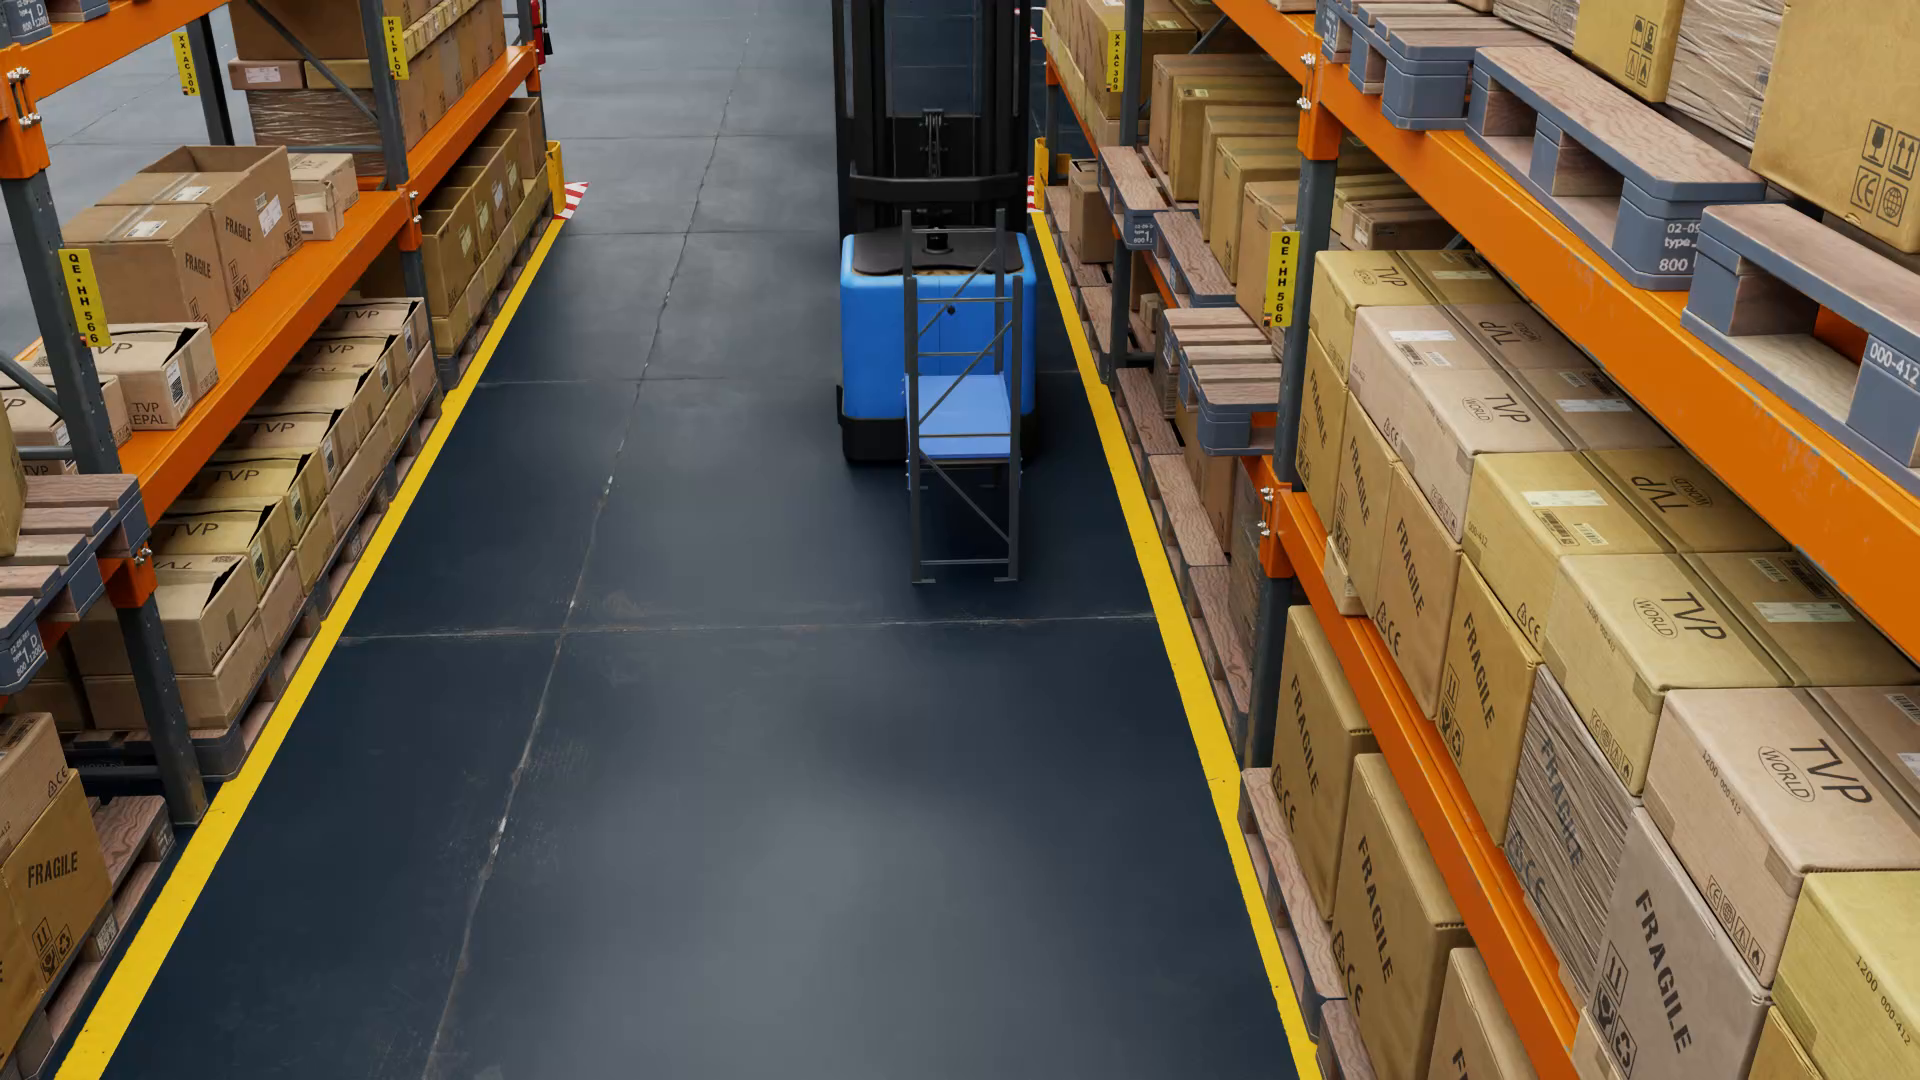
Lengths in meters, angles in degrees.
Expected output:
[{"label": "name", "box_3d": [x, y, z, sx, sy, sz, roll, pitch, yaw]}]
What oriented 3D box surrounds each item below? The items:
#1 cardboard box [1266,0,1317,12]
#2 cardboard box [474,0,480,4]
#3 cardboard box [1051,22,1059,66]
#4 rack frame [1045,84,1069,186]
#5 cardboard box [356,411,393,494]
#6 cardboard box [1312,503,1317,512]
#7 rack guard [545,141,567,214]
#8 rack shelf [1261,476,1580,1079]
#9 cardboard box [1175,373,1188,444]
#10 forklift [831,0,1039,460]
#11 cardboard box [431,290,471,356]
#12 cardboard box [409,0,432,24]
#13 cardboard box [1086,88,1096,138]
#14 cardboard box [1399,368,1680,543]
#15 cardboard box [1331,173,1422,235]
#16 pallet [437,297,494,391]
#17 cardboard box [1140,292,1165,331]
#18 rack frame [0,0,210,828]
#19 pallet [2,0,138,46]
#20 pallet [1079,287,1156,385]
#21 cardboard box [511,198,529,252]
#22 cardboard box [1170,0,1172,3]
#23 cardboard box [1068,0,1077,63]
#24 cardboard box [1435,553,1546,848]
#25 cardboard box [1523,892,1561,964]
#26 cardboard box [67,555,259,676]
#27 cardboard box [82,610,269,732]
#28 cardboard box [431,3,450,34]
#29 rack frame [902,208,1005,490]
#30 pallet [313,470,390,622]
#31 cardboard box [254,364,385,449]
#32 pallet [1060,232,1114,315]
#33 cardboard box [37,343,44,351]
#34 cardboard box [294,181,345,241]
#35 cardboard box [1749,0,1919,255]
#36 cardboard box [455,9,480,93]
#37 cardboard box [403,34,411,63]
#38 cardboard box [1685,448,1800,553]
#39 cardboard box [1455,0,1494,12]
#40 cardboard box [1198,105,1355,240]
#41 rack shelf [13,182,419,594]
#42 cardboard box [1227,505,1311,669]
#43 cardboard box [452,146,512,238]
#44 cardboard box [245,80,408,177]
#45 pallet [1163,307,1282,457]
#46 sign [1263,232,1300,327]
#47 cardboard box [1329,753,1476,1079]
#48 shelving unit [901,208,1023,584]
[{"label": "cardboard box", "box_3d": [1.297, -2.023, 5.715, 0.500, 0.311, 0.500, -1, 28, -3]}, {"label": "cardboard box", "box_3d": [-3.510, -3.775, 11.435, 0.380, 0.149, 0.250, -1, 28, -2]}, {"label": "cardboard box", "box_3d": [0.937, -3.562, 11.976, 0.500, 0.250, 0.500, -2, 28, -4]}, {"label": "rack frame", "box_3d": [1.187, -4.092, 12.852, 1.000, 3.000, 0.127, -1, 28, -3]}, {"label": "cardboard box", "box_3d": [-3.188, -0.436, 8.361, 0.500, 0.250, 0.500, -1, 28, -2]}, {"label": "cardboard box", "box_3d": [1.390, -0.137, 5.519, 0.380, 0.149, 0.250, -2, 28, -3]}, {"label": "rack guard", "box_3d": [-3.761, -2.873, 13.218, 1.175, 0.500, 0.348, -1, 28, -3]}, {"label": "rack shelf", "box_3d": [1.709, 0.845, 4.164, 1.077, 0.370, 4.000, -1, 28, -3]}, {"label": "cardboard box", "box_3d": [1.528, -0.754, 8.680, 0.700, 0.500, 0.500, -2, 28, -4]}, {"label": "forklift", "box_3d": [-0.166, -2.372, 9.628, 1.130, 2.935, 3.031, -1, 28, -2]}, {"label": "cardboard box", "box_3d": [-3.272, -1.312, 10.041, 0.500, 0.250, 0.500, -1, 28, -3]}, {"label": "cardboard box", "box_3d": [-3.634, -3.412, 10.037, 0.700, 0.500, 0.500, -1, 28, -3]}, {"label": "cardboard box", "box_3d": [1.051, -2.629, 10.187, 0.500, 0.250, 0.500, -1, 28, -2]}, {"label": "cardboard box", "box_3d": [1.430, -0.220, 4.166, 0.500, 0.250, 0.500, -1, 28, -2]}, {"label": "cardboard box", "box_3d": [1.525, -1.231, 6.081, 0.380, 0.149, 0.250, -6, 28, -11]}, {"label": "pallet", "box_3d": [-3.551, -1.255, 10.428, 1.003, 0.211, 1.213, -1, 28, -3]}, {"label": "cardboard box", "box_3d": [1.338, -1.430, 10.336, 0.380, 0.166, 0.250, -5, 28, -9]}, {"label": "rack frame", "box_3d": [-3.342, -0.276, 5.535, 1.000, 3.000, 0.127, -1, 28, -3]}, {"label": "pallet", "box_3d": [-3.467, -1.833, 5.482, 1.213, 0.211, 1.003, 0, 28, 0]}, {"label": "pallet", "box_3d": [1.325, -1.317, 10.548, 1.003, 0.211, 1.213, -1, 28, -3]}, {"label": "cardboard box", "box_3d": [-3.371, -2.235, 11.812, 0.500, 0.250, 0.500, -1, 28, -3]}, {"label": "cardboard box", "box_3d": [1.536, -3.211, 10.492, 0.500, 0.500, 0.500, -1, 28, -1]}, {"label": "cardboard box", "box_3d": [0.987, -3.434, 10.919, 0.500, 0.500, 0.500, -1, 28, -1]}, {"label": "cardboard box", "box_3d": [1.452, 0.360, 3.865, 0.500, 0.500, 0.500, -1, 28, -1]}, {"label": "cardboard box", "box_3d": [1.491, 0.815, 3.693, 0.380, 0.149, 0.250, -2, 28, -4]}, {"label": "cardboard box", "box_3d": [-3.076, 0.259, 6.422, 0.500, 0.311, 0.500, 0, 28, -1]}, {"label": "cardboard box", "box_3d": [-3.076, 0.508, 6.552, 0.500, 0.250, 0.500, -1, 28, -3]}, {"label": "cardboard box", "box_3d": [-3.456, -3.299, 10.522, 0.380, 0.149, 0.250, -2, 28, -3]}, {"label": "rack frame", "box_3d": [-0.031, -0.939, 8.429, 0.500, 1.500, 0.032, -1, 28, -3]}, {"label": "pallet", "box_3d": [-3.407, 0.017, 7.989, 1.003, 0.211, 1.213, -1, 28, -3]}, {"label": "cardboard box", "box_3d": [-3.186, -0.688, 8.239, 0.500, 0.311, 0.500, -1, 28, -3]}, {"label": "pallet", "box_3d": [1.259, -1.882, 11.631, 1.003, 0.211, 1.213, -1, 28, -3]}, {"label": "cardboard box", "box_3d": [-3.465, -0.752, 6.720, 0.380, 0.149, 0.250, 1, 28, 1]}, {"label": "cardboard box", "box_3d": [-3.322, -1.662, 8.338, 0.396, 0.266, 0.258, -2, 28, -4]}, {"label": "cardboard box", "box_3d": [1.783, -0.784, 2.682, 0.700, 0.500, 0.500, -2, 28, -4]}, {"label": "cardboard box", "box_3d": [-3.696, -3.327, 11.277, 0.700, 0.500, 0.500, -1, 28, -2]}, {"label": "cardboard box", "box_3d": [-3.400, -2.819, 9.602, 0.380, 0.149, 0.250, -2, 28, -4]}, {"label": "cardboard box", "box_3d": [1.961, 0.000, 3.745, 0.500, 0.250, 0.500, -2, 28, -4]}, {"label": "cardboard box", "box_3d": [1.687, -1.748, 4.531, 0.700, 0.500, 0.500, -3, 28, -7]}, {"label": "cardboard box", "box_3d": [1.476, -1.686, 7.656, 0.700, 0.500, 0.500, 2, 28, 4]}, {"label": "rack shelf", "box_3d": [-3.447, -0.881, 7.473, 1.077, 0.370, 4.000, -1, 28, -3]}, {"label": "cardboard box", "box_3d": [1.515, 0.185, 6.879, 0.700, 0.500, 0.500, -1, 28, -2]}, {"label": "cardboard box", "box_3d": [-3.343, -2.337, 11.196, 0.500, 0.500, 0.500, -1, 28, -3]}, {"label": "cardboard box", "box_3d": [-3.580, -2.372, 9.447, 0.700, 0.500, 0.500, -2, 28, -4]}, {"label": "pallet", "box_3d": [1.461, -0.639, 6.439, 1.213, 0.211, 1.003, -1, 28, -3]}, {"label": "sign", "box_3d": [1.063, -0.858, 5.485, 0.100, 0.325, 0.005, -1, 28, -3]}, {"label": "cardboard box", "box_3d": [1.551, 1.117, 4.735, 0.750, 0.750, 0.750, -2, 28, -3]}, {"label": "shelving unit", "box_3d": [-0.004, -0.704, 7.979, 0.538, 1.500, 1.048, -1, 28, -3]}]
